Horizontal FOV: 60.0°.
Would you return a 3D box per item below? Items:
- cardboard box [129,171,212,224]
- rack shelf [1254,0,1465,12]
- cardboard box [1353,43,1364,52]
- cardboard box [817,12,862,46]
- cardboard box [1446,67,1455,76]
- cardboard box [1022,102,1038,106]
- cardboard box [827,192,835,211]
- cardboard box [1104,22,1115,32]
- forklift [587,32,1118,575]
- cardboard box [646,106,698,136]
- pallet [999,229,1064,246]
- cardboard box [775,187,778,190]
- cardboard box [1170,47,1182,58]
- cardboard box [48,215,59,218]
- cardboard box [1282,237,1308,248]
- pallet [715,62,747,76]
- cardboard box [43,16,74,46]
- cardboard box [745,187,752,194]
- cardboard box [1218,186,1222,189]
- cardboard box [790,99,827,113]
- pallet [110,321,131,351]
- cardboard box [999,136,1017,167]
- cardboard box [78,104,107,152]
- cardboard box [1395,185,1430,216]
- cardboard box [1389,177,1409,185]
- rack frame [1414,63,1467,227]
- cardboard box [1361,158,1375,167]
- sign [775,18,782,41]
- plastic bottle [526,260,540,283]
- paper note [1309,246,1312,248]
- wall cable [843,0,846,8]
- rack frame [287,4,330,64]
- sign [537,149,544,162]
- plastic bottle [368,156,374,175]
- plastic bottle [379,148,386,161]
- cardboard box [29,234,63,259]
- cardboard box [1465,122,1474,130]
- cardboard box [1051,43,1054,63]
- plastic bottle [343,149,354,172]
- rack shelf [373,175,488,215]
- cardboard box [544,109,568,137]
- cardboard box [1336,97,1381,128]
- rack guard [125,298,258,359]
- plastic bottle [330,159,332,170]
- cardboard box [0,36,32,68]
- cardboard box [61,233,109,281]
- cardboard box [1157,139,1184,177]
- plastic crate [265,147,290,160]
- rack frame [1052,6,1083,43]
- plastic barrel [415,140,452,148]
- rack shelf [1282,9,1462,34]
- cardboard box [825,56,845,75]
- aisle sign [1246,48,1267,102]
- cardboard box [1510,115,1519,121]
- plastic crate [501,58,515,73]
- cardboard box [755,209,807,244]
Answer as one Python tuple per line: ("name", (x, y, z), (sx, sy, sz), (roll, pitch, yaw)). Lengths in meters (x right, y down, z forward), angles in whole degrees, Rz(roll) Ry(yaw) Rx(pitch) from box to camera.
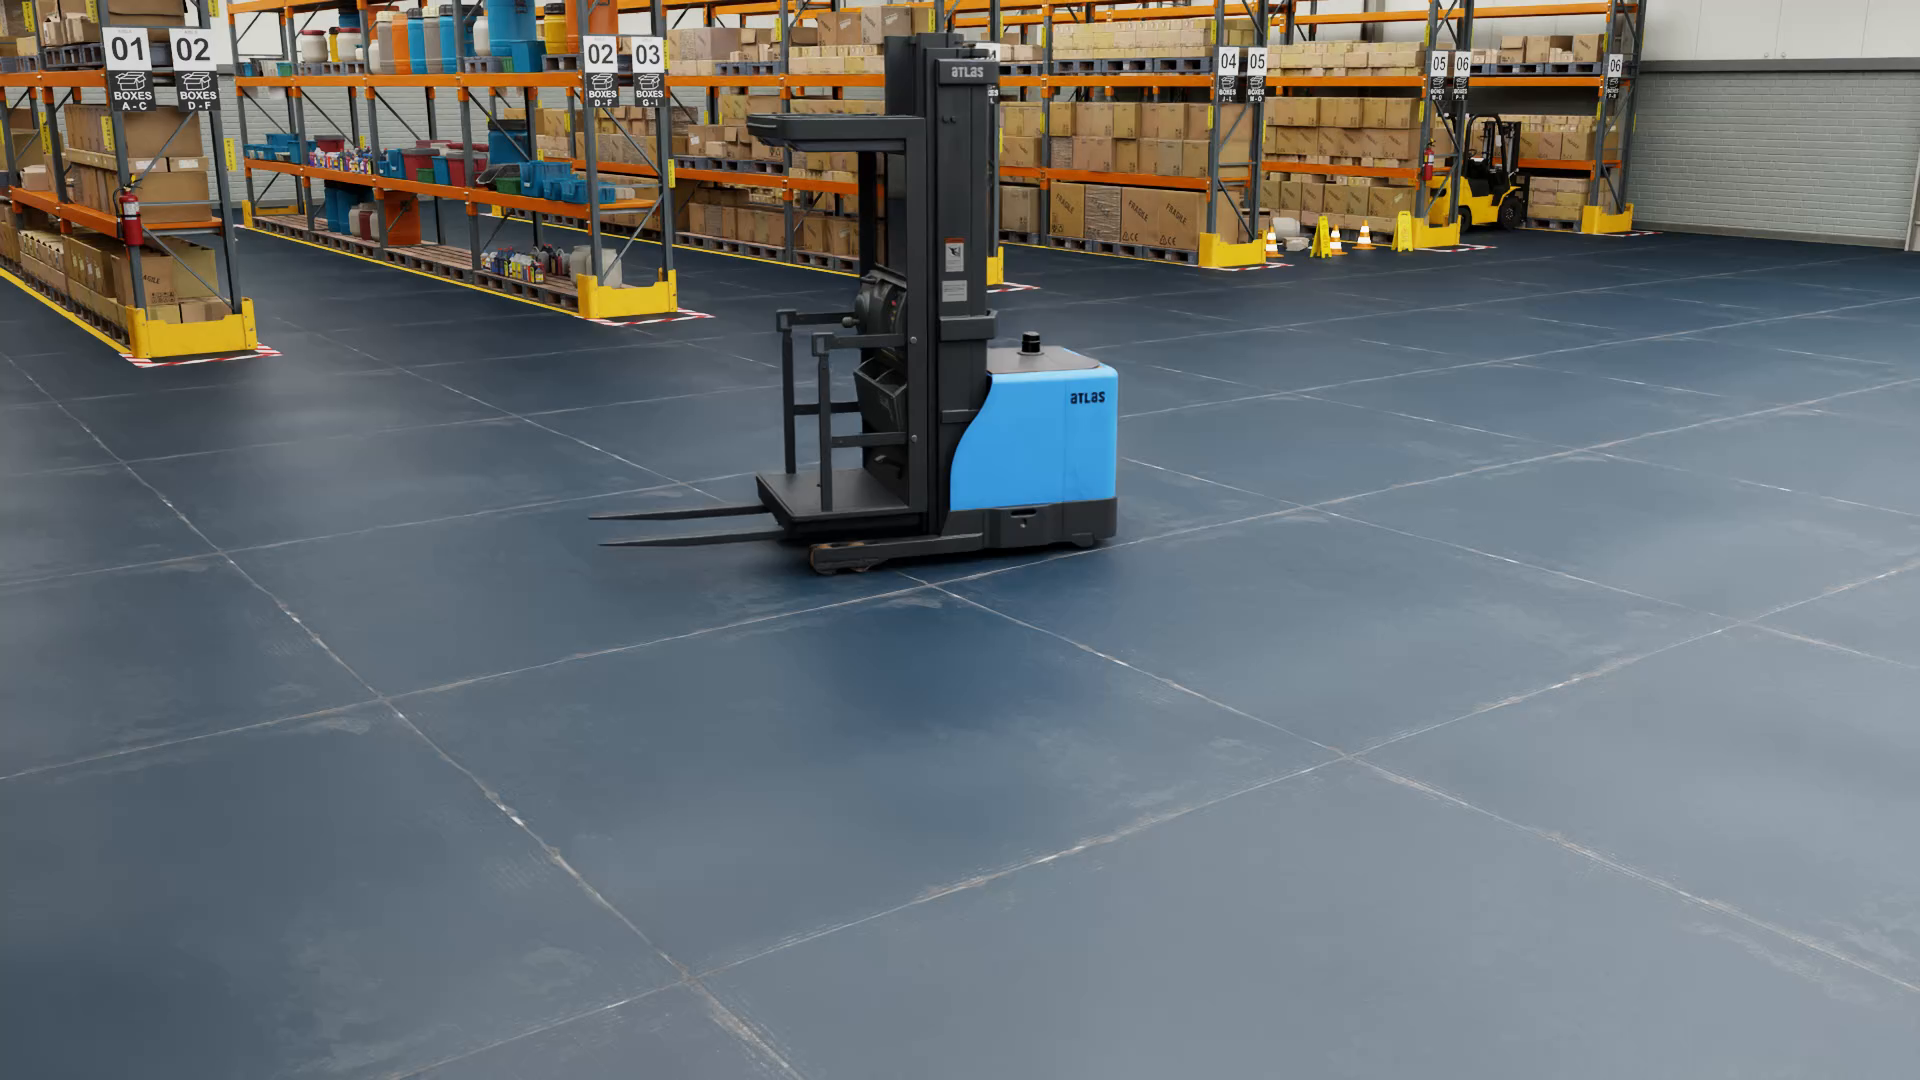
("cardboard box", (-8.183, -3.551, 17.178), (0.700, 0.500, 0.500), (-11, 19, -35))
("rack shelf", (6.936, -9.448, 28.919), (1.077, 0.370, 4.000), (-11, 19, -35))
("cardboard box", (7.011, -8.501, 28.736), (0.380, 0.149, 0.250), (-12, 19, -36))
("cardboard box", (-1.785, -7.615, 24.835), (0.500, 0.500, 0.500), (-12, 19, -36))
("cardboard box", (8.180, -7.923, 28.135), (0.380, 0.149, 0.250), (-11, 19, -34))
("cardboard box", (1.697, -9.218, 35.992), (0.500, 0.500, 0.500), (-11, 19, -36))
("cardboard box", (-2.355, -6.934, 33.667), (0.500, 0.500, 0.500), (-10, 18, -32))
("cardboard box", (2.504, -8.099, 26.284), (0.380, 0.149, 0.250), (-11, 19, -35))
("forklift", (-0.640, -1.375, 9.548), (3.031, 2.935, 1.130), (-5, 16, -17))
("cardboard box", (-5.024, -7.337, 29.110), (0.797, 0.503, 0.637), (-10, 18, -33))
("pallet", (1.301, -5.348, 29.217), (1.003, 0.211, 1.213), (-11, 19, -35))
("cardboard box", (-3.732, -7.566, 35.517), (0.380, 0.149, 0.250), (-10, 18, -33))
("cardboard box", (3.399, -7.389, 25.202), (0.380, 0.149, 0.250), (-11, 19, -34))
("cardboard box", (-13.874, -4.695, 25.450), (0.500, 0.500, 0.500), (-11, 19, -34))
("cardboard box", (5.708, -5.067, 28.308), (0.380, 0.149, 0.250), (-2, 15, -6))
("pallet", (-3.145, -7.517, 26.534), (1.213, 0.211, 1.003), (-11, 19, -35))
("cardboard box", (-9.870, -5.665, 18.519), (0.500, 0.311, 0.500), (-12, 19, -38))
("cardboard box", (-4.513, -7.703, 36.578), (0.380, 0.149, 0.250), (-12, 19, -37))
("cardboard box", (6.083, -8.337, 38.795), (0.500, 0.500, 0.500), (-12, 19, -37))
("cardboard box", (-2.197, -6.330, 24.876), (0.500, 0.500, 0.500), (-11, 19, -35))
("pallet", (-8.402, -2.213, 17.761), (1.003, 0.211, 1.213), (-11, 19, -35))
("cardboard box", (0.996, -6.766, 28.926), (0.500, 0.500, 0.500), (-11, 19, -35))
("cardboard box", (-9.413, -4.620, 18.629), (0.700, 0.500, 0.500), (-11, 19, -35))
("cardboard box", (7.847, -5.934, 29.068), (0.500, 0.500, 0.500), (-12, 19, -36))
("cardboard box", (9.457, -7.268, 34.652), (0.875, 0.625, 0.625), (-10, 18, -32))
("rack frame", (8.112, -6.476, 28.055), (1.000, 3.000, 0.127), (-11, 19, -35))
("cardboard box", (7.172, -6.547, 28.789), (0.380, 0.149, 0.250), (-10, 18, -34))
("sign", (-2.702, -7.591, 24.722), (0.100, 0.325, 0.005), (-11, 19, -35))
("plastic bottle", (-5.470, -3.450, 21.324), (0.152, 0.276, 0.135), (-11, 19, -34))
("paper note", (5.946, -4.937, 28.056), (0.142, 0.019, 0.148), (10, 18, 33))
("wall cable", (-1.982, -14.516, 45.994), (2.988, 3.039, 0.133), (-11, 19, -35))
("rack frame", (-10.966, -9.625, 28.196), (1.000, 3.000, 0.127), (-11, 19, -35))
("sign", (-5.810, -5.240, 23.014), (0.100, 0.325, 0.005), (-11, 19, -35))
("plastic bottle", (-9.197, -5.841, 25.957), (0.061, 0.283, 0.133), (-11, 19, -35))
("plastic bottle", (-9.557, -6.275, 27.413), (0.144, 0.351, 0.185), (-11, 19, -35))
("cardboard box", (-11.939, -3.878, 21.915), (0.500, 0.311, 0.500), (-11, 19, -36))
("cardboard box", (10.162, -8.183, 32.874), (0.380, 0.149, 0.250), (-10, 18, -33))
("cardboard box", (2.138, -10.213, 35.042), (0.500, 0.500, 0.500), (-11, 19, -34))
("plastic bottle", (-9.929, -6.158, 26.987), (0.144, 0.351, 0.185), (-11, 19, -35))
("rack shelf", (-7.438, -5.103, 24.402), (1.077, 0.370, 4.000), (-11, 19, -35))
("cardboard box", (-7.737, -8.097, 32.279), (0.500, 0.500, 0.500), (-11, 19, -34))
("cardboard box", (6.961, -7.427, 28.884), (0.700, 0.500, 0.500), (-11, 19, -35))
("rack guard", (-7.905, -2.190, 17.131), (1.175, 0.500, 0.348), (-11, 19, -35))
("plastic bottle", (-10.411, -6.251, 27.609), (0.097, 0.201, 0.097), (0, 15, 0))
("cardboard box", (-12.906, -6.692, 22.973), (0.910, 0.500, 0.500), (-11, 19, -35))
("cardboard box", (-10.251, -3.345, 19.610), (0.500, 0.500, 0.500), (-11, 19, -35))
("cardboard box", (3.572, -5.945, 25.830), (0.875, 0.550, 0.550), (-11, 19, -35))
("plastic crate", (-12.488, -7.085, 30.482), (0.416, 0.233, 0.300), (-11, 19, -35))
("rack frame", (2.718, -13.557, 42.564), (1.000, 3.000, 0.127), (-11, 19, -35))
("plastic barrel", (-8.096, -5.891, 25.659), (0.600, 0.536, 0.708), (-11, 19, -35))
("rack shelf", (8.597, -10.882, 34.910), (1.077, 0.370, 4.000), (-11, 19, -35))
("cardboard box", (-1.599, -6.811, 23.880), (0.500, 0.250, 0.500), (-12, 19, -37))
("aisle sign", (4.452, -6.971, 24.941), (0.394, 0.787, 0.004), (-11, 19, -35))
("cardboard box", (10.838, -8.122, 32.088), (0.380, 0.149, 0.250), (-11, 19, -34))
("plastic crate", (-5.554, -5.988, 20.993), (0.336, 0.188, 0.450), (-11, 19, -35))
("cardboard box", (-2.864, -5.038, 26.702), (0.700, 0.500, 0.500), (-11, 19, -35))
